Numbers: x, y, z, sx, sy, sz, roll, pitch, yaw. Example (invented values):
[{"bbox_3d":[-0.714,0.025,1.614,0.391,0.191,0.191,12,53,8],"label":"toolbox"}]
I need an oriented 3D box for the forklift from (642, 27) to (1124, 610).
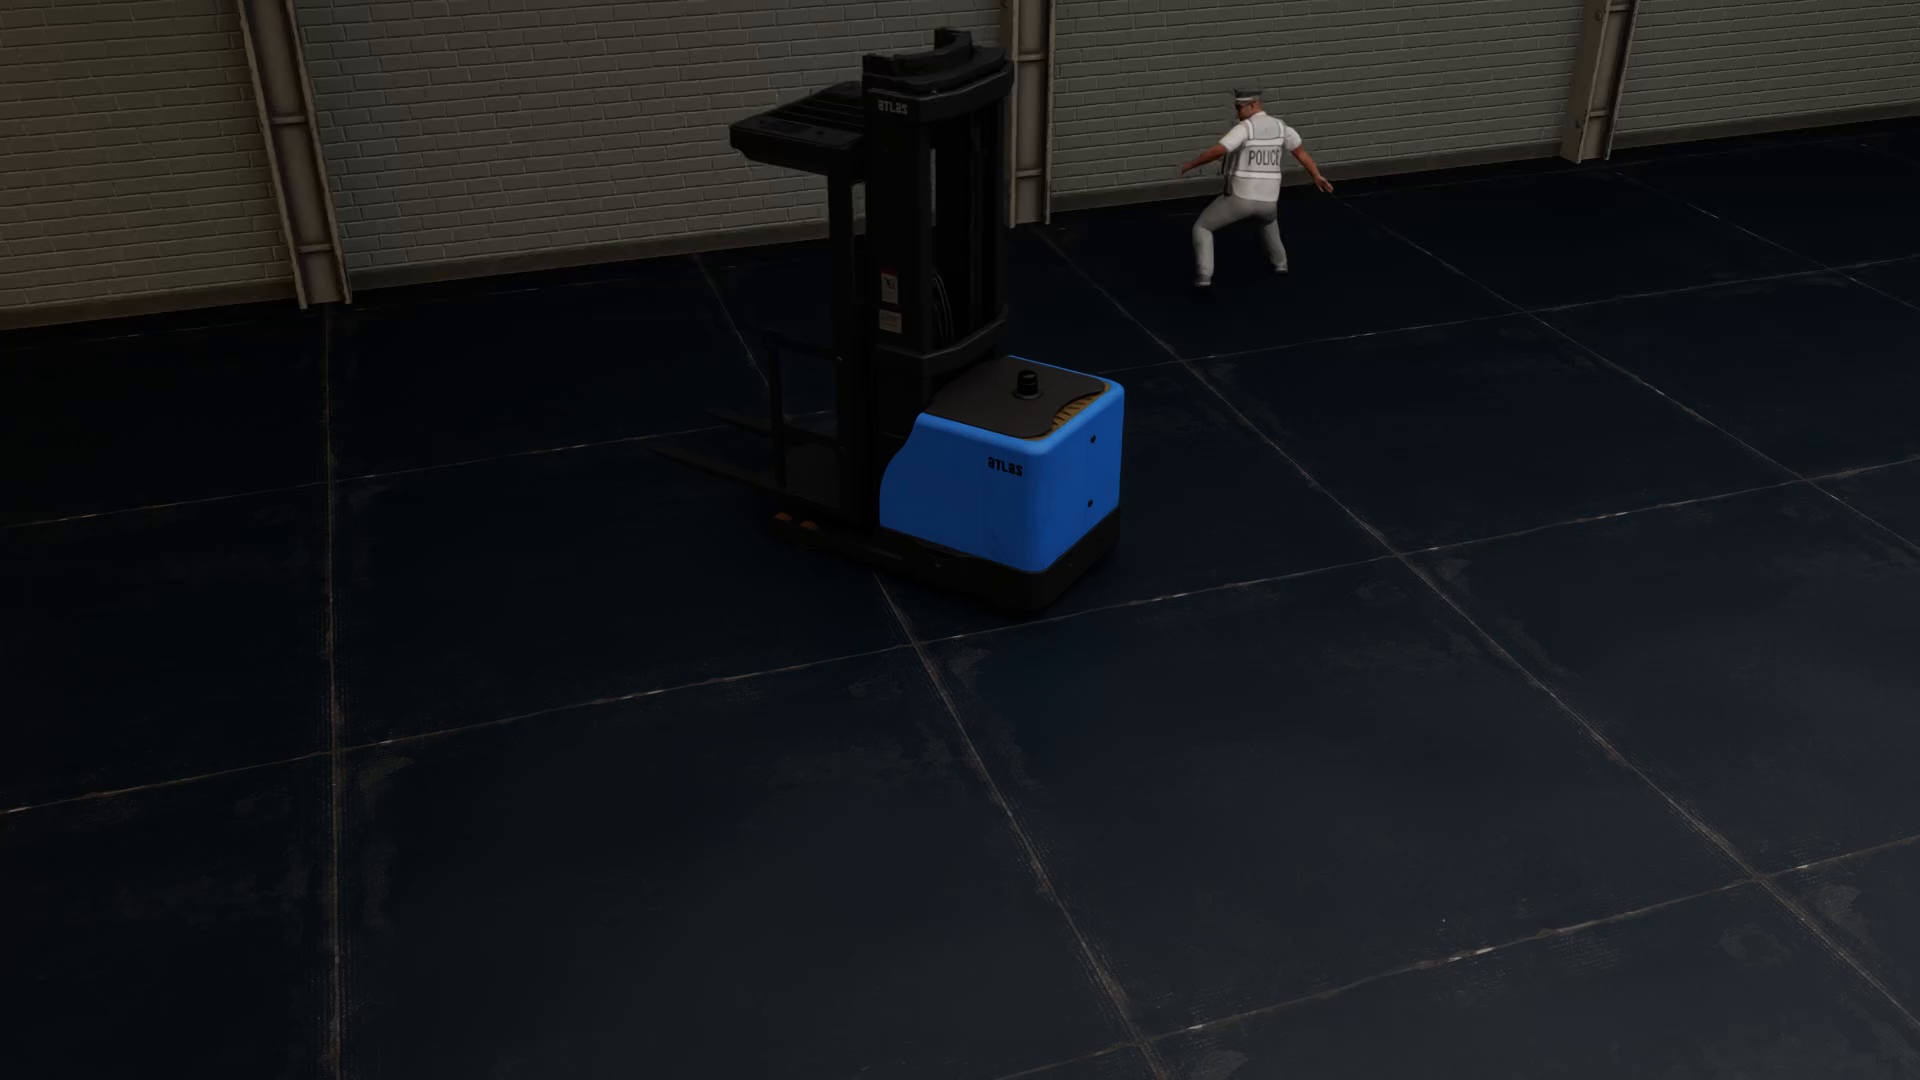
[{"bbox_3d":[-0.574,-1.420,9.555,3.031,2.935,1.130,17,34,27],"label":"forklift"}]

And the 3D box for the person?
[{"bbox_3d":[2.369,-2.777,13.363,1.156,1.693,0.546,-10,31,-17],"label":"person"}]
